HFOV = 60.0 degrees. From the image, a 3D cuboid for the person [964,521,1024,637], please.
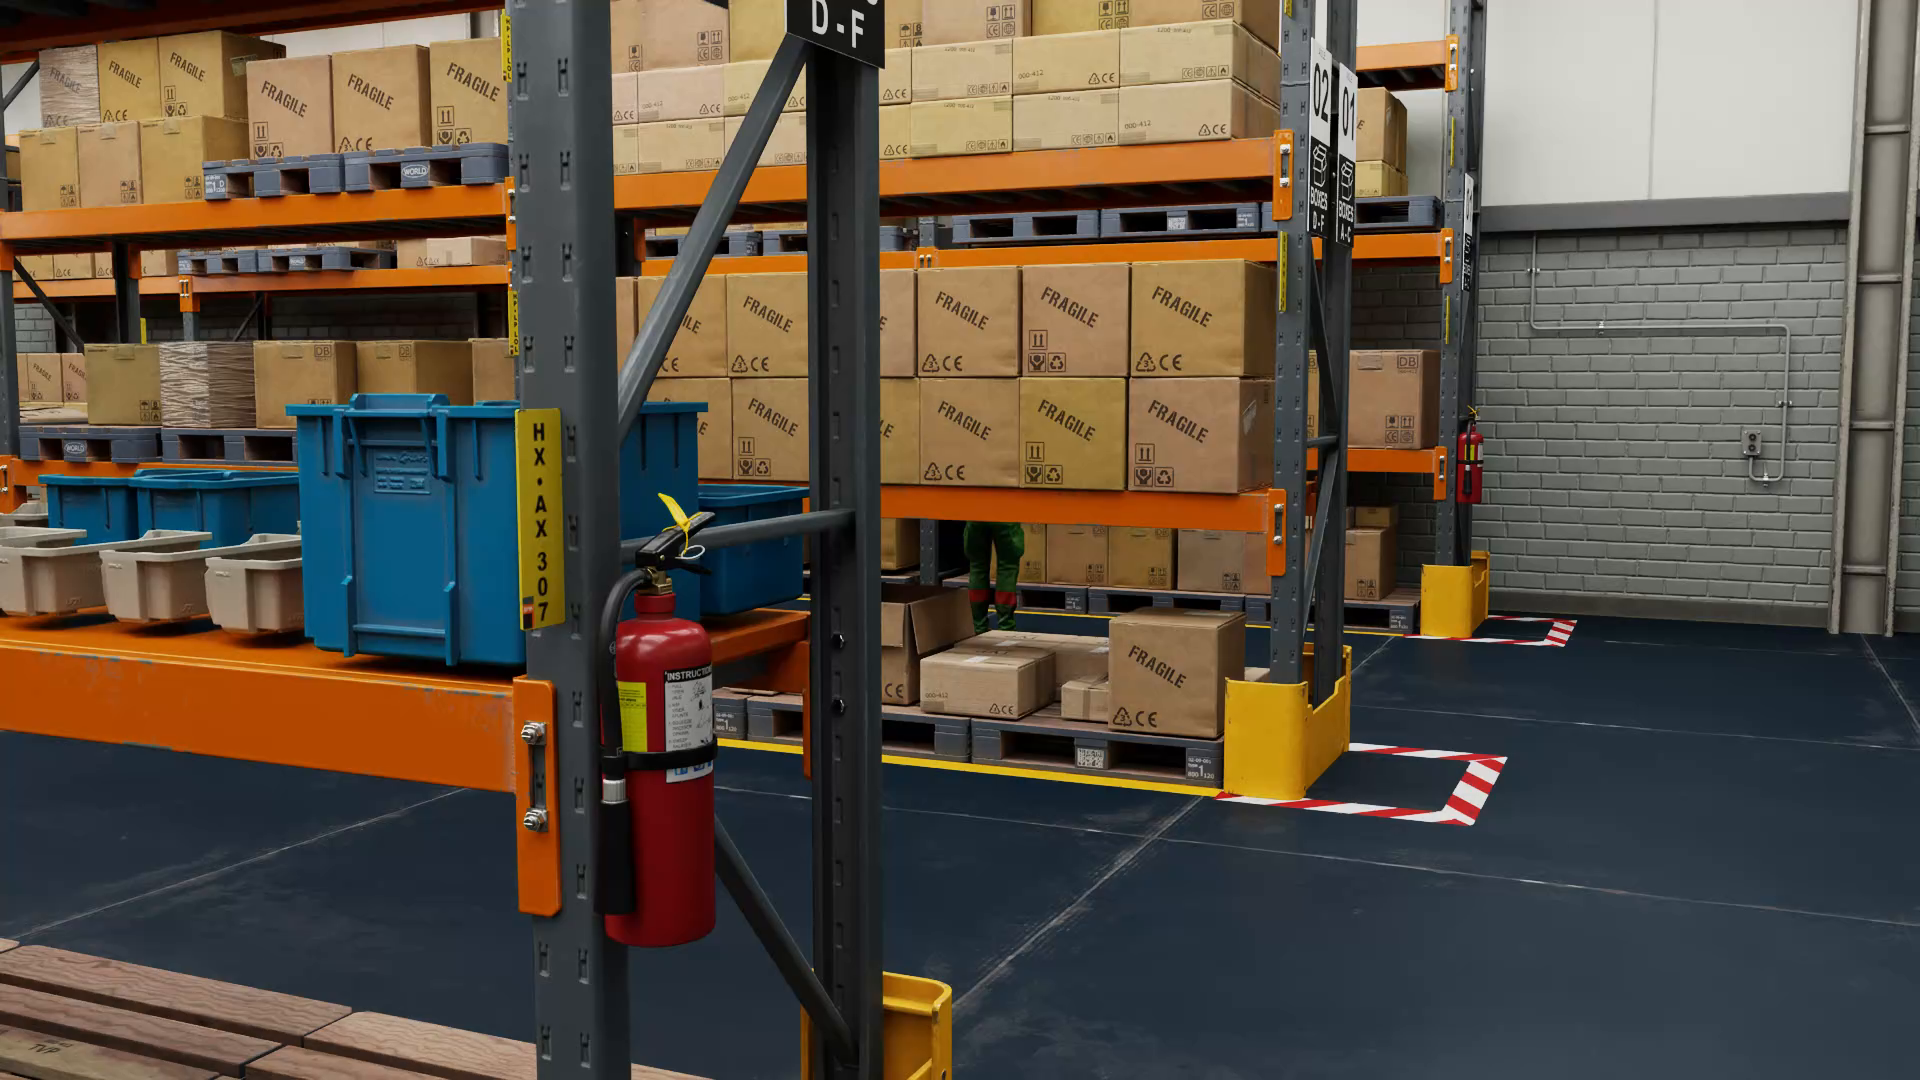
[{"bbox_3d":[0.246,-0.198,11.426,0.494,1.784,0.566,3,6,25],"label":"person"}]
